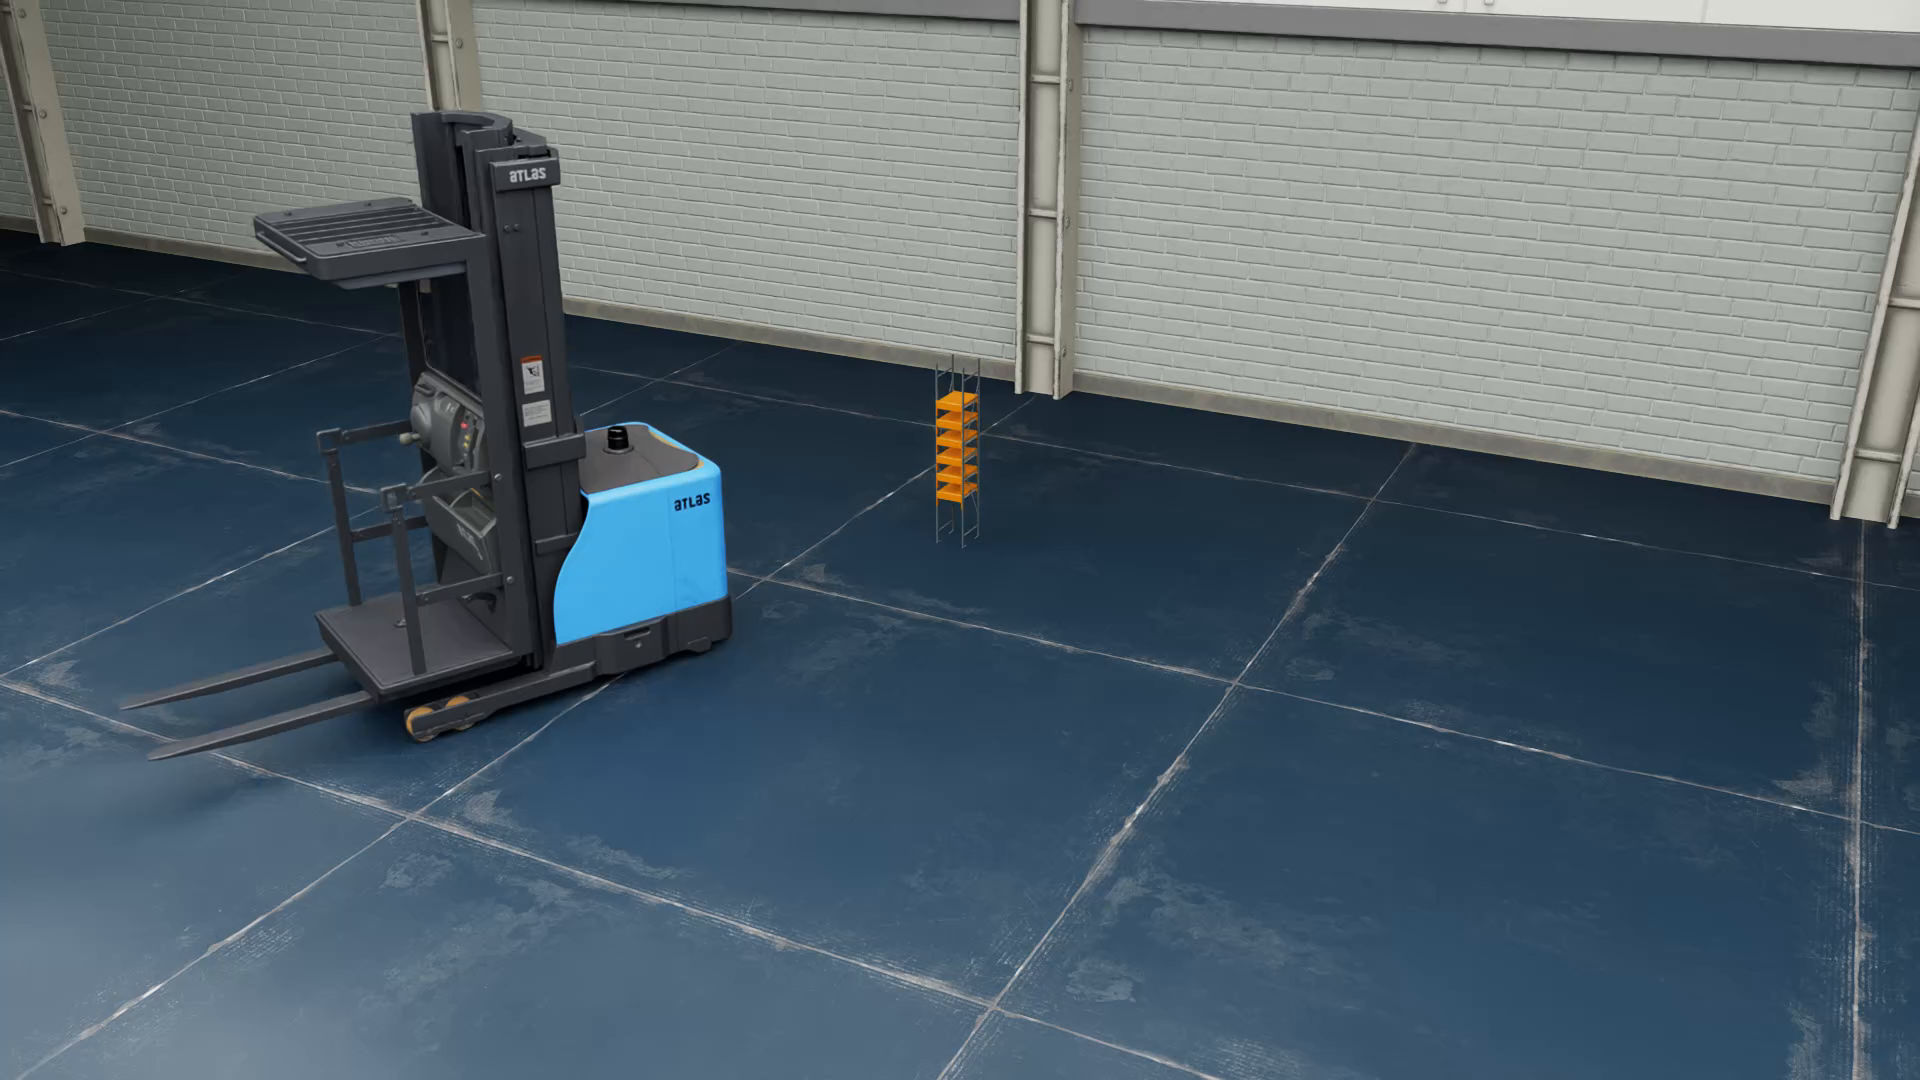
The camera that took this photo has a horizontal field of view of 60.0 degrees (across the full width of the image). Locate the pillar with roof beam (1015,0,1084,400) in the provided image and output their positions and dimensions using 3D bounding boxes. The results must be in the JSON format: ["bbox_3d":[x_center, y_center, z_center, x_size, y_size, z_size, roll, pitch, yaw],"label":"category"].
[{"bbox_3d":[-1.252,-3.858,8.323,0.400,9.000,9.100,11,25,25],"label":"pillar with roof beam"}]

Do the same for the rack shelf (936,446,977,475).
[{"bbox_3d":[-0.013,-0.514,10.539,0.180,0.103,0.258,11,25,25],"label":"rack shelf"}]

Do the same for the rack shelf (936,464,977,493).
[{"bbox_3d":[-0.013,-0.403,10.586,0.180,0.103,0.258,11,25,25],"label":"rack shelf"}]

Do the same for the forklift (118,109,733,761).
[{"bbox_3d":[-2.766,-0.571,8.348,3.031,2.935,1.130,-16,28,-33],"label":"forklift"}]

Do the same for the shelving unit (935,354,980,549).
[{"bbox_3d":[-0.013,-0.555,10.521,0.189,1.200,0.258,11,25,25],"label":"shelving unit"}]

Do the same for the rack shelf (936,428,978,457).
[{"bbox_3d":[-0.013,-0.624,10.492,0.180,0.103,0.258,11,25,25],"label":"rack shelf"}]

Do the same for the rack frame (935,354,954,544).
[{"bbox_3d":[-0.095,-0.571,10.559,0.006,1.200,0.240,11,25,25],"label":"rack frame"}]

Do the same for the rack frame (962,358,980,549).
[{"bbox_3d":[0.069,-0.539,10.483,0.006,1.200,0.240,11,25,25],"label":"rack frame"}]

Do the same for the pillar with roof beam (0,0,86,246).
[{"bbox_3d":[-11.961,-5.977,13.306,0.400,9.000,9.100,11,25,25],"label":"pillar with roof beam"}]

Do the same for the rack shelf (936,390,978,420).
[{"bbox_3d":[-0.013,-0.845,10.398,0.180,0.103,0.258,11,25,25],"label":"rack shelf"}]

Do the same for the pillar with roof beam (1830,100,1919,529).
[{"bbox_3d":[4.103,-2.799,5.832,0.400,9.000,9.100,11,25,25],"label":"pillar with roof beam"}]

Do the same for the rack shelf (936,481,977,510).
[{"bbox_3d":[-0.013,-0.293,10.633,0.180,0.103,0.258,11,25,25],"label":"rack shelf"}]

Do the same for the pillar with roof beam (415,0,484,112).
[{"bbox_3d":[-6.607,-4.918,10.815,0.400,9.000,9.100,11,25,25],"label":"pillar with roof beam"}]

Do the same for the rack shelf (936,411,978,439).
[{"bbox_3d":[-0.013,-0.735,10.445,0.180,0.103,0.258,11,25,25],"label":"rack shelf"}]
